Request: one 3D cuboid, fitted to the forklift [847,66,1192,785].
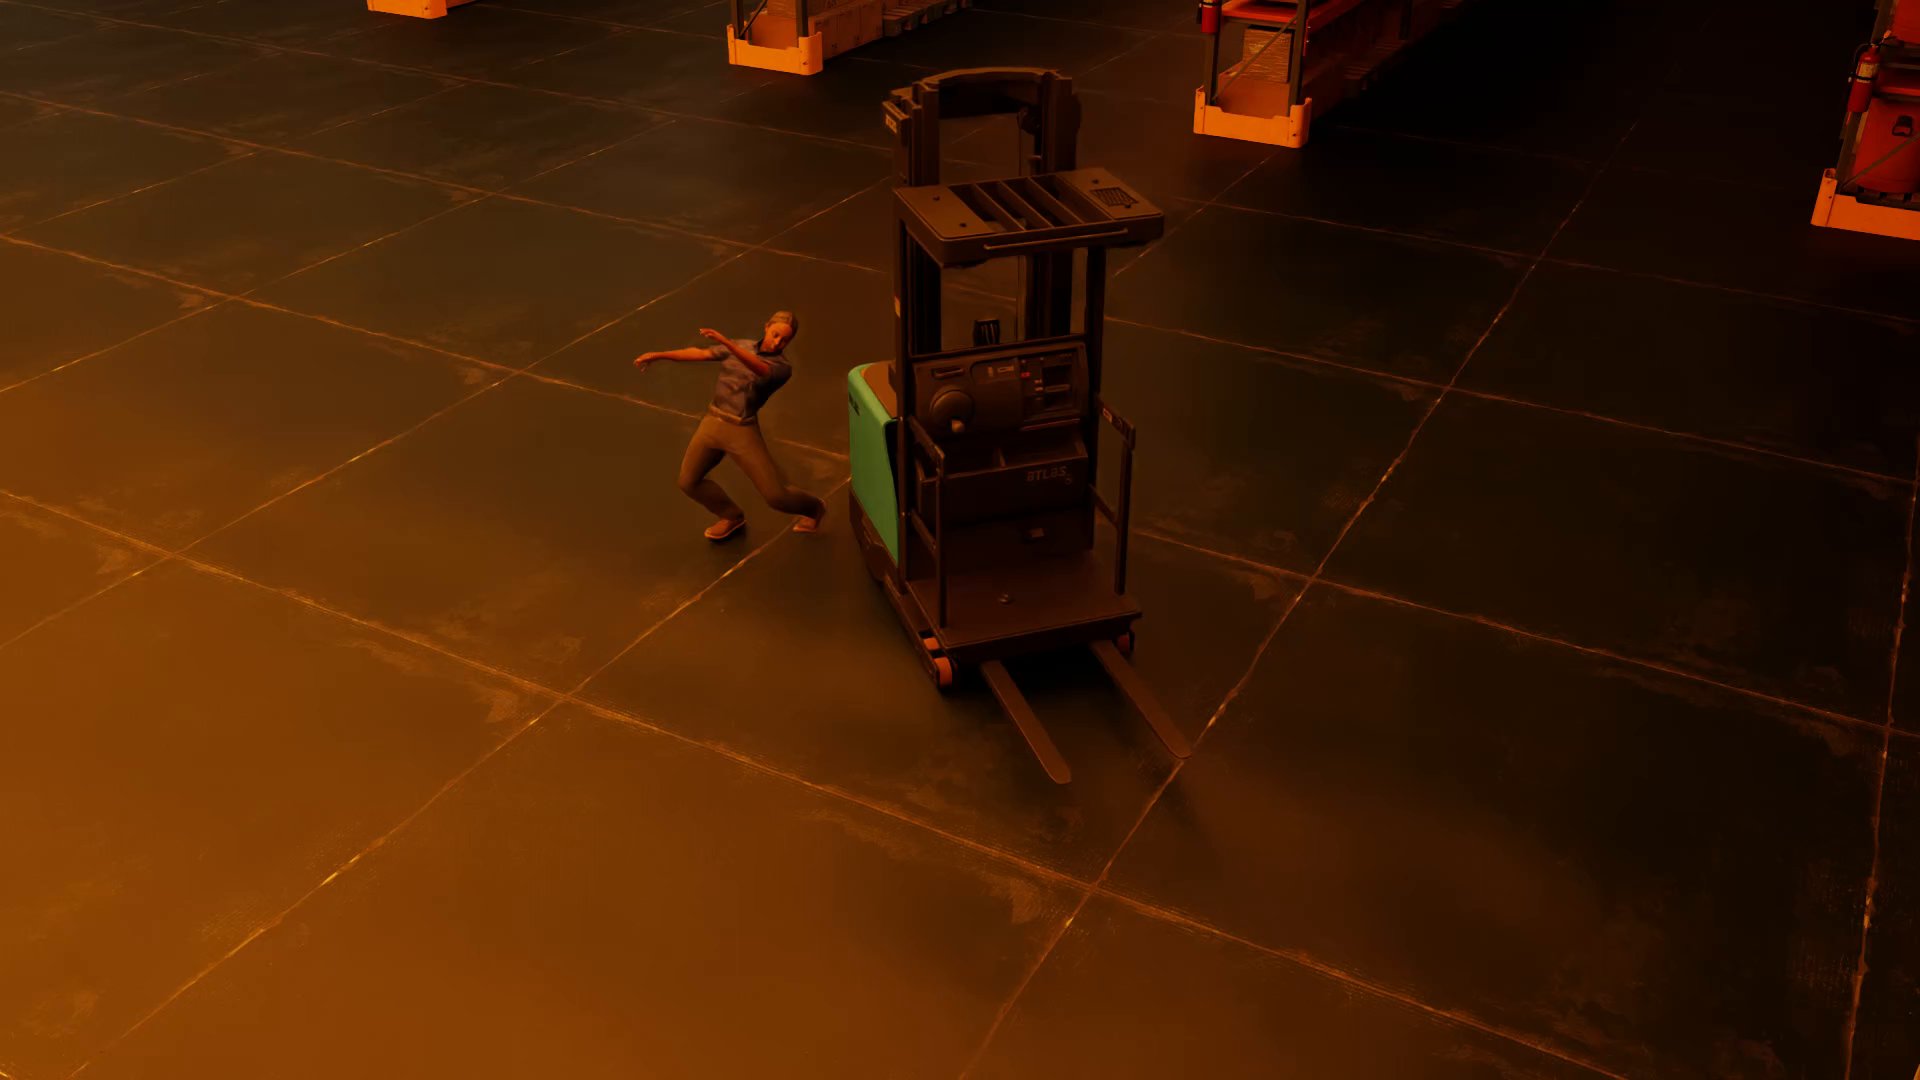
[{"bbox_3d":[0.288,-0.726,8.328,1.130,2.935,3.031,-10,31,-16],"label":"forklift"}]

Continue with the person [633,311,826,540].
[{"bbox_3d":[-1.382,-0.674,9.662,1.015,1.471,0.686,15,33,24],"label":"person"}]
